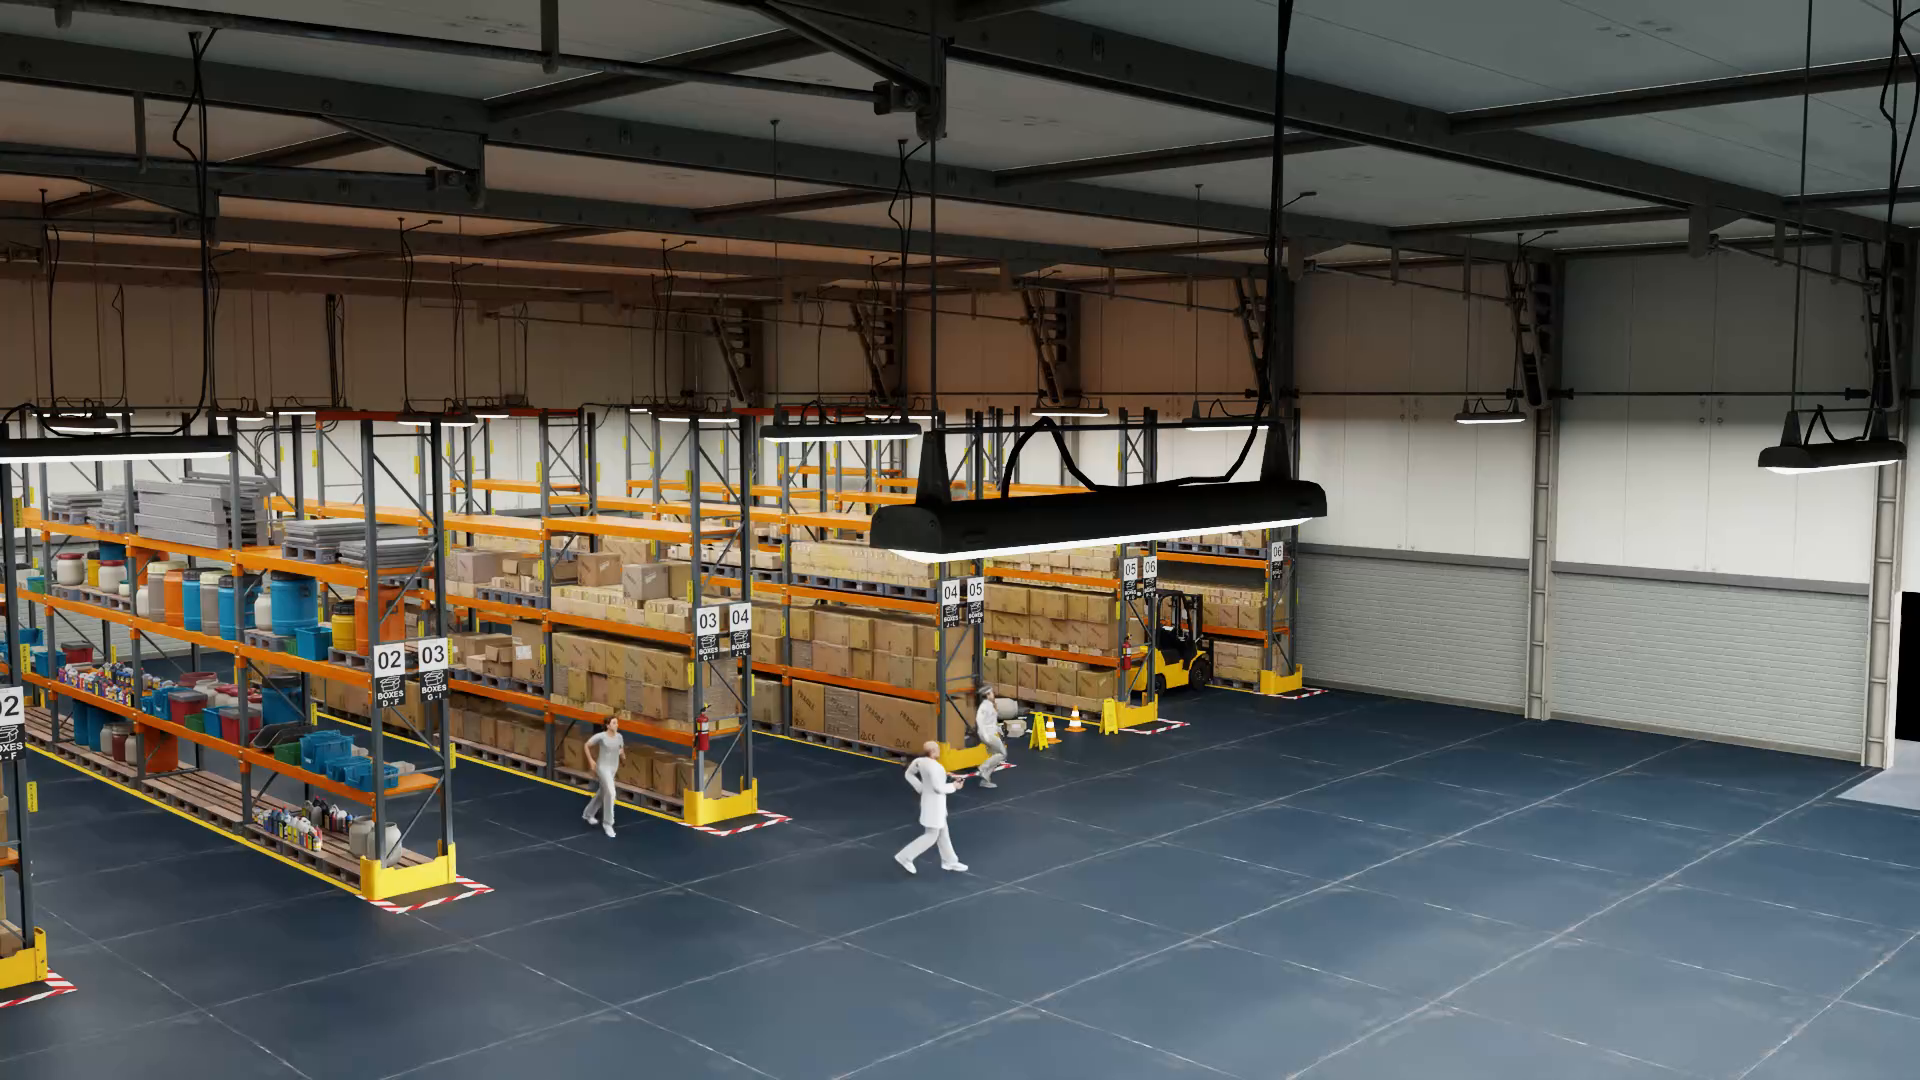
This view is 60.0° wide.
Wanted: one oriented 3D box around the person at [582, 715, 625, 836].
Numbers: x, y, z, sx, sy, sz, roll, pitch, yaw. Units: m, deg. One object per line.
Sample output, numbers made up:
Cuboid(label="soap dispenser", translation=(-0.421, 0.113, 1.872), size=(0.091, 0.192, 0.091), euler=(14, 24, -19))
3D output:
Cuboid(label="person", translation=(-5.141, 3.373, 24.150), size=(0.826, 1.694, 0.588), euler=(3, 6, 33))

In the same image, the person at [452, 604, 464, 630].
Cuboid(label="person", translation=(-12.145, 1.956, 40.435), size=(0.665, 1.647, 0.607), euler=(-2, 5, -18))

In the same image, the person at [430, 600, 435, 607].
Cuboid(label="person", translation=(-11.809, 2.192, 37.117), size=(0.744, 1.714, 0.535), euler=(-4, 7, -40))

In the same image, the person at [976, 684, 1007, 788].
Cuboid(label="person", translation=(0.510, 3.145, 26.831), size=(0.506, 1.631, 0.621), euler=(0, 5, 0))

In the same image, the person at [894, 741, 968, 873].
Cuboid(label="person", translation=(-0.369, 3.501, 21.711), size=(1.049, 1.781, 0.707), euler=(-2, 5, -19))
